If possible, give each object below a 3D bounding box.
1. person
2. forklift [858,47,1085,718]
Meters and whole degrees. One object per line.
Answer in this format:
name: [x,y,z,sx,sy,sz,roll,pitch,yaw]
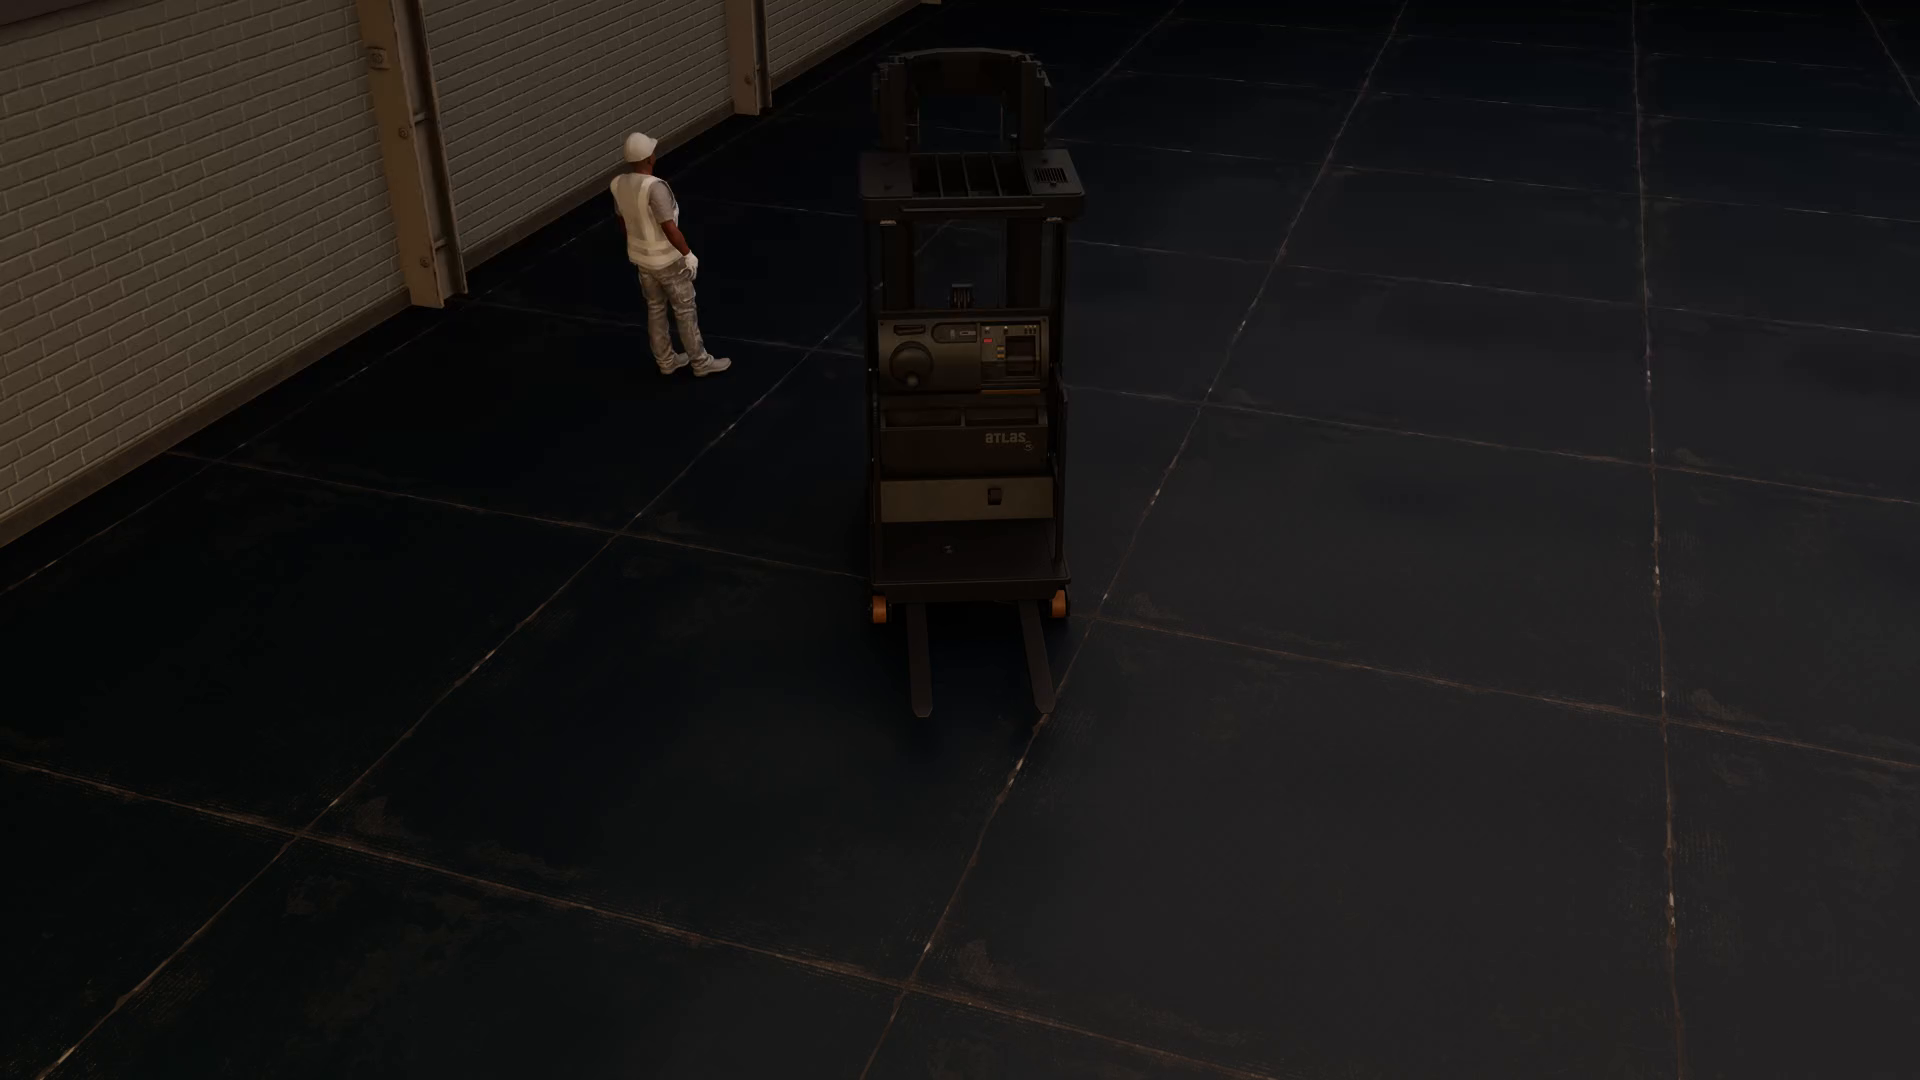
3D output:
person: [-2.091,-2.042,11.864,0.656,1.785,0.576,22,37,34]
forklift: [0.035,-0.972,8.842,1.130,2.935,3.031,-2,30,-3]
